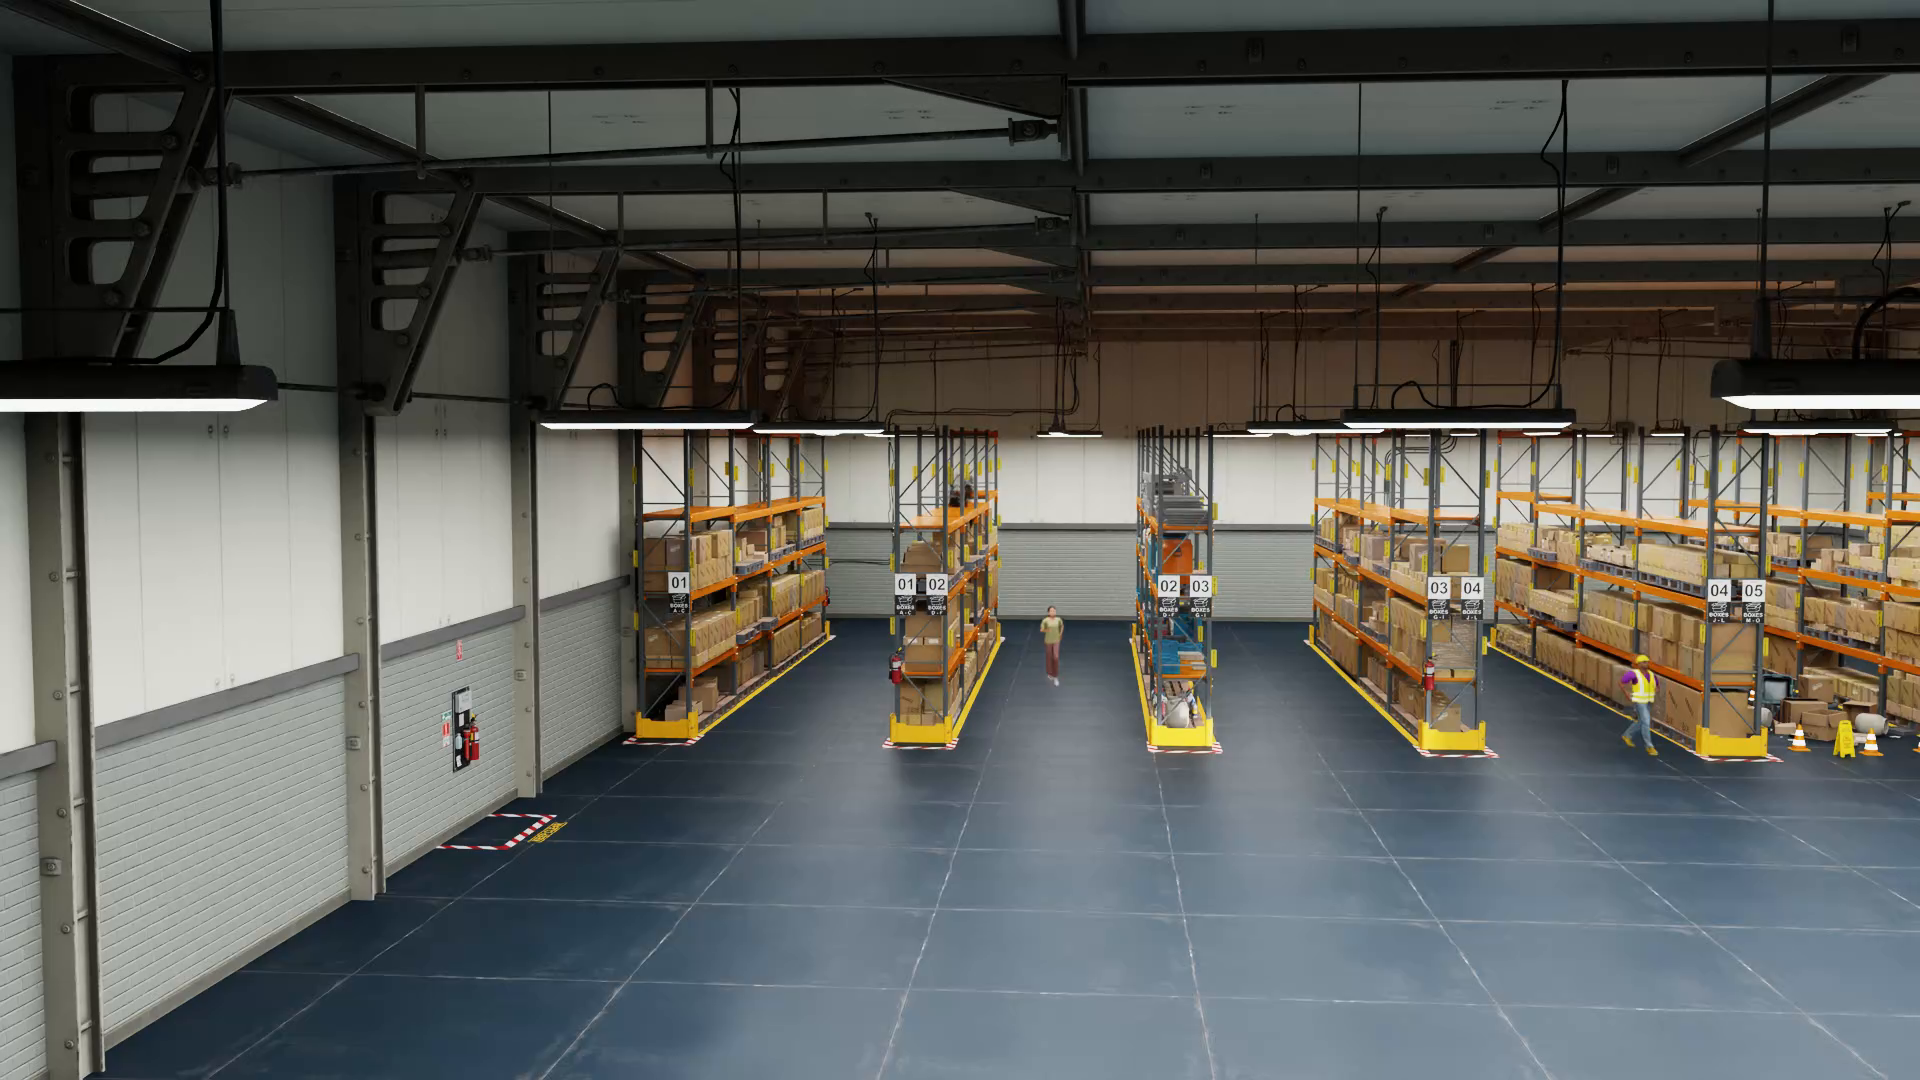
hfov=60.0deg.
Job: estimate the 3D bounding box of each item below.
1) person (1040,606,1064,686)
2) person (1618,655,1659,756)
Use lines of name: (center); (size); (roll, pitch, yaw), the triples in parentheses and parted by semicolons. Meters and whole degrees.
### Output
person: (2.073, 2.363, 37.384); (0.559, 1.766, 0.673); (0, 3, -3)
person: (12.557, 3.004, 30.541); (0.745, 1.788, 0.919); (-2, 4, -26)
